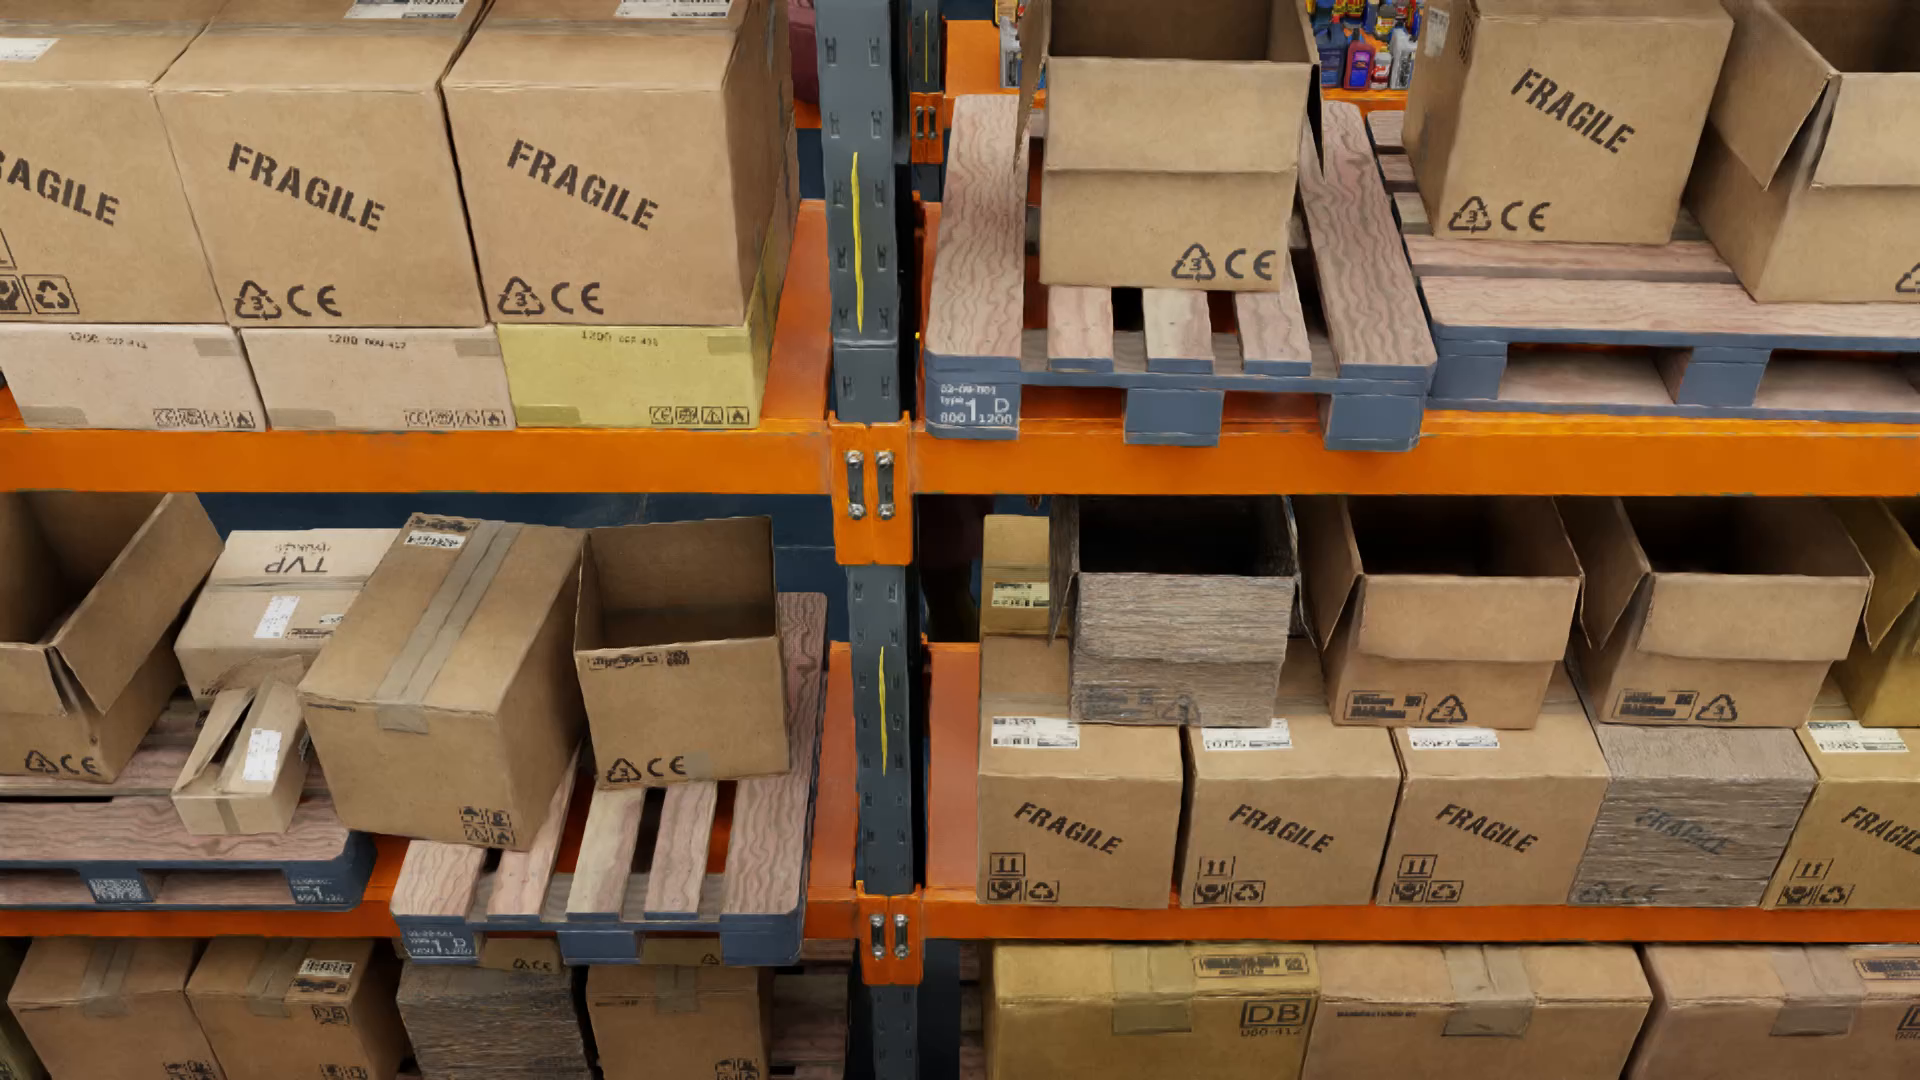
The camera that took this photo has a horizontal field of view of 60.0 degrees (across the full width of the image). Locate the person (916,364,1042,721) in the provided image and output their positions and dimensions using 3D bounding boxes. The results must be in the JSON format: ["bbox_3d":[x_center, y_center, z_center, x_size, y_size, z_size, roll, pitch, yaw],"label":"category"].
[{"bbox_3d":[-0.003,-0.168,6.377,0.689,1.771,0.729,-27,46,-29],"label":"person"}]
